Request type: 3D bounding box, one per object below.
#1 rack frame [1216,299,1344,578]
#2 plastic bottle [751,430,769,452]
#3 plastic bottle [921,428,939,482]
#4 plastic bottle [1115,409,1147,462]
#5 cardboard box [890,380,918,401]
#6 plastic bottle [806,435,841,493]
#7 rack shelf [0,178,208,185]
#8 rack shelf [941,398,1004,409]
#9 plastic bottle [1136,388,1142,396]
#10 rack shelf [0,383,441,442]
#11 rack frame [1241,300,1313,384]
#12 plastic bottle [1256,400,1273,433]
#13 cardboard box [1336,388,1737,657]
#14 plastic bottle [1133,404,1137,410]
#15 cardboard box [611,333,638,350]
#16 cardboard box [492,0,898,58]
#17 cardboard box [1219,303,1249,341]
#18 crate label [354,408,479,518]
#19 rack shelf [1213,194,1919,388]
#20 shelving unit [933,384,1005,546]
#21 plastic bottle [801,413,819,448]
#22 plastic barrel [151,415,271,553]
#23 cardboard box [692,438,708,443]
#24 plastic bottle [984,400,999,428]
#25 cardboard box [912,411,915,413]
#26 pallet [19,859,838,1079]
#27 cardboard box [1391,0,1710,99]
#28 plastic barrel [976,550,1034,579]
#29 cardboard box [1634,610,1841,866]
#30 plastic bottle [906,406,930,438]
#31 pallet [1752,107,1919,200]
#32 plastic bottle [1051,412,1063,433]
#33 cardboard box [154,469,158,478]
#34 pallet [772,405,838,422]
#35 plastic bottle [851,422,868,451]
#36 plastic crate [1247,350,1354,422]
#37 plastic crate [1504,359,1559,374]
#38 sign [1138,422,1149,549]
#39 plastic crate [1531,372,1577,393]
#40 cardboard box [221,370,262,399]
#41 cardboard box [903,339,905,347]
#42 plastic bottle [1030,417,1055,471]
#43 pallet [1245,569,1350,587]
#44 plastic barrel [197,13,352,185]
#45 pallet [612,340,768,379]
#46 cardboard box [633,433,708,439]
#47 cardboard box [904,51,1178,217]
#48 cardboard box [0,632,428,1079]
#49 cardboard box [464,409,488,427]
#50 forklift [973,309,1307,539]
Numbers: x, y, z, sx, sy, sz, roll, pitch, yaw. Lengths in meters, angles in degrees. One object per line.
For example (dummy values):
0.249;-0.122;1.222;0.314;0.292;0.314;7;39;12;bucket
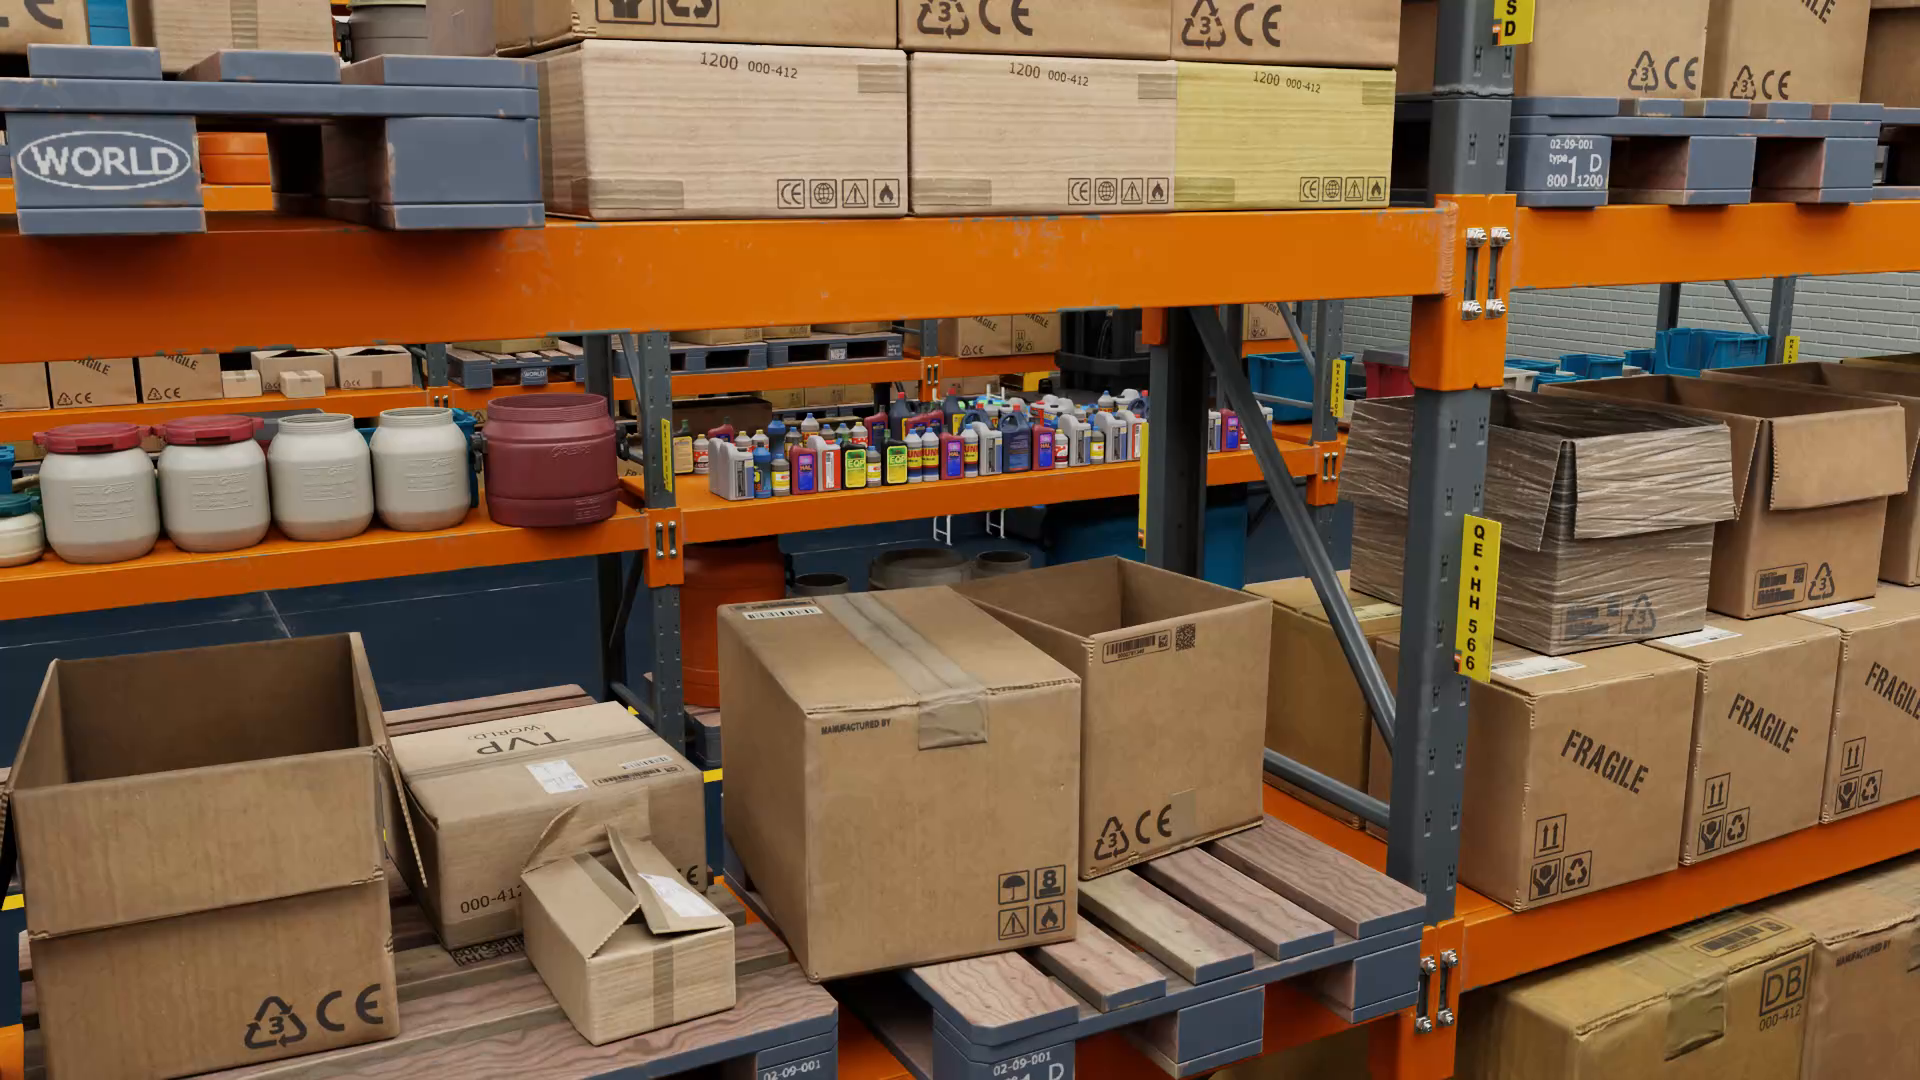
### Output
1.894;-0.836;9.993;0.127;3.000;1.000;-7;14;-28;rack frame
-1.068;-0.486;8.891;0.097;0.201;0.097;0;13;0;plastic bottle
-0.156;-0.440;8.526;0.097;0.271;0.097;0;13;0;plastic bottle
0.940;-0.580;9.139;0.135;0.276;0.152;-7;14;-28;plastic bottle
-0.789;-1.953;19.692;0.500;0.500;0.700;-7;15;-30;cardboard box
-0.676;-0.387;8.279;0.135;0.276;0.152;-7;14;-28;plastic bottle
-5.742;-2.272;11.181;4.000;0.370;1.077;-7;14;-28;rack shelf
0.069;-0.998;12.915;0.480;0.148;0.258;-7;15;-29;rack shelf
1.073;-0.777;10.024;0.097;0.271;0.097;0;13;0;plastic bottle
-5.742;-0.809;11.511;4.000;0.370;1.077;-7;14;-28;rack shelf
3.035;-2.212;16.106;0.127;3.000;1.000;-7;14;-28;rack frame
1.703;-0.672;9.546;0.135;0.276;0.152;-7;14;-28;plastic bottle
1.406;-0.073;4.089;0.637;0.503;0.797;-6;14;-26;cardboard box
1.060;-0.703;9.856;0.097;0.201;0.097;0;13;0;plastic bottle
-2.594;-1.771;12.965;0.500;0.500;0.700;-4;13;-17;cardboard box
-0.429;-1.013;2.582;0.500;0.500;0.500;-7;14;-27;cardboard box
2.319;-2.106;15.407;0.500;0.500;0.500;-7;14;-27;cardboard box
-2.618;-0.380;7.887;0.616;0.435;0.502;-7;14;-28;crate label
2.512;-0.784;4.567;4.000;0.370;1.077;-7;14;-28;rack shelf
0.069;-0.592;13.006;0.503;1.200;0.258;-7;15;-29;shelving unit
-0.812;-0.551;9.020;0.097;0.271;0.097;0;13;0;plastic bottle
-3.159;-0.242;7.043;0.433;0.535;0.433;0;13;0;plastic barrel
-2.095;-0.522;13.289;0.500;0.500;0.500;-7;15;-30;cardboard box
0.174;-0.669;9.545;0.097;0.271;0.097;0;13;0;plastic bottle
-0.112;-0.901;14.972;0.500;0.500;0.500;-7;14;-28;cardboard box
-0.962;0.849;2.943;1.213;0.211;1.003;-7;14;-28;pallet
1.257;-1.258;3.842;0.637;0.503;0.797;-6;14;-25;cardboard box
0.248;0.343;9.462;0.421;0.512;0.421;0;13;0;plastic barrel
1.765;0.437;4.108;0.500;0.500;0.500;-7;15;-29;cardboard box
-0.232;-0.595;9.188;0.133;0.283;0.061;-7;14;-28;plastic bottle
2.276;-1.028;4.445;1.213;0.211;1.003;-6;14;-25;pallet
0.542;-0.562;9.066;0.097;0.271;0.097;0;13;0;plastic bottle
-5.944;-0.345;11.837;0.500;0.311;0.500;-7;14;-29;cardboard box
-2.148;-1.450;19.071;1.213;0.211;1.003;-7;14;-28;pallet
-0.555;-0.548;9.164;0.097;0.201;0.097;0;13;0;plastic bottle
2.140;-0.973;10.499;0.575;0.384;0.392;-7;14;-28;plastic crate
3.875;-1.104;11.426;0.300;0.233;0.416;-7;14;-28;plastic crate
0.488;-0.132;4.229;0.005;0.325;0.100;-7;14;-28;sign
3.725;-0.939;10.695;0.300;0.233;0.416;-7;14;-28;plastic crate
-5.079;-1.103;11.750;0.250;0.149;0.380;-6;14;-24;cardboard box
-0.782;-2.320;19.847;0.250;0.149;0.380;-7;14;-27;cardboard box
0.437;-0.512;8.820;0.133;0.283;0.061;-7;14;-28;plastic bottle
2.521;0.439;10.676;1.213;0.211;1.003;-7;14;-28;pallet
-3.016;-1.975;7.243;0.708;0.830;0.600;-7;14;-28;plastic barrel
-2.282;-1.482;13.301;1.213;0.211;1.003;-7;14;-28;pallet
-2.366;-0.620;13.723;0.500;0.500;0.500;-7;15;-30;cardboard box
0.028;-0.699;2.893;0.500;0.250;0.500;-7;14;-28;cardboard box
-1.277;0.504;2.844;0.637;0.503;0.797;-5;14;-22;cardboard box
-4.883;-1.624;17.432;0.750;0.750;0.750;-7;14;-28;cardboard box
1.641;-1.620;13.634;3.031;2.935;1.130;-7;15;-29;forklift
